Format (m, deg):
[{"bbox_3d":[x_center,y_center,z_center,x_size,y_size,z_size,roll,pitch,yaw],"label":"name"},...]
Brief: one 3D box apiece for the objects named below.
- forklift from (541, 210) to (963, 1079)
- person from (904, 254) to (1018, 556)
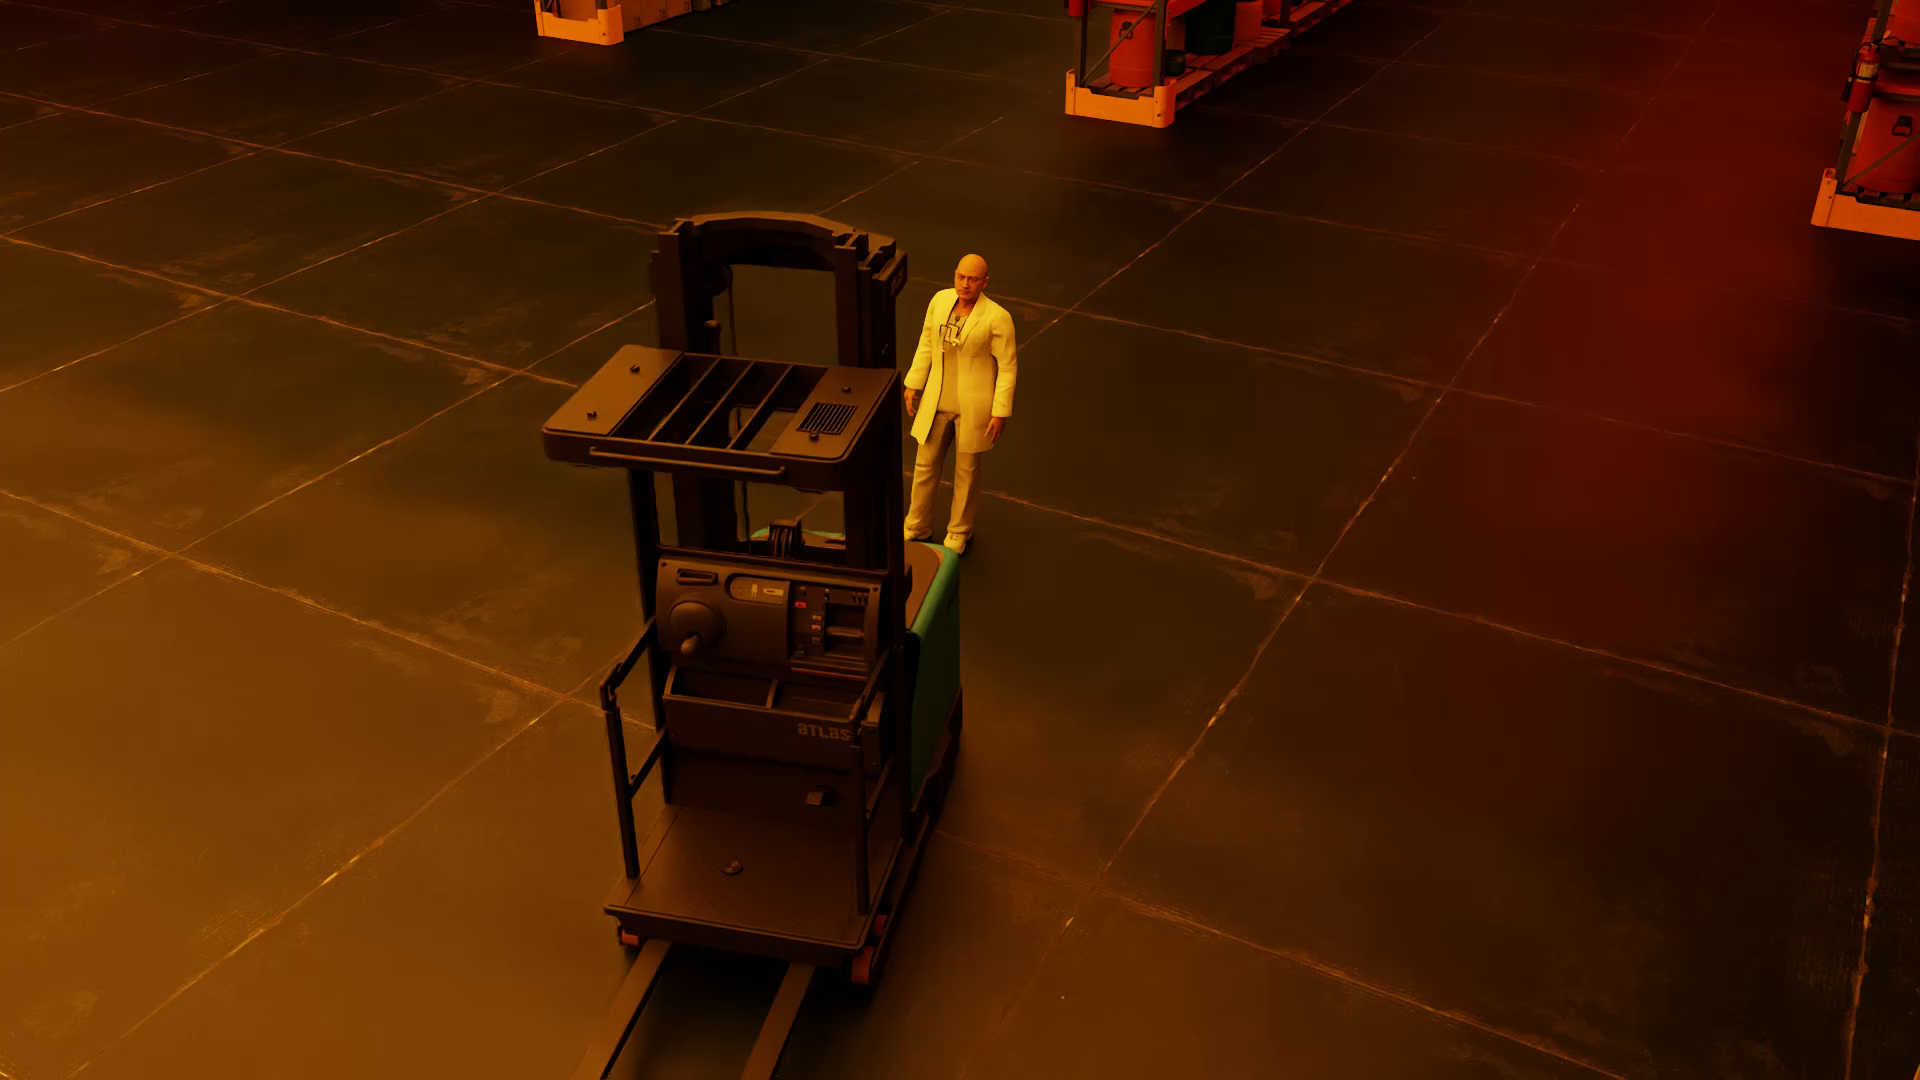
[{"bbox_3d":[-0.813,0.352,6.461,1.130,2.935,3.031,6,31,11],"label":"forklift"},{"bbox_3d":[-0.048,-0.641,9.545,0.696,1.551,0.581,15,33,25],"label":"person"}]
